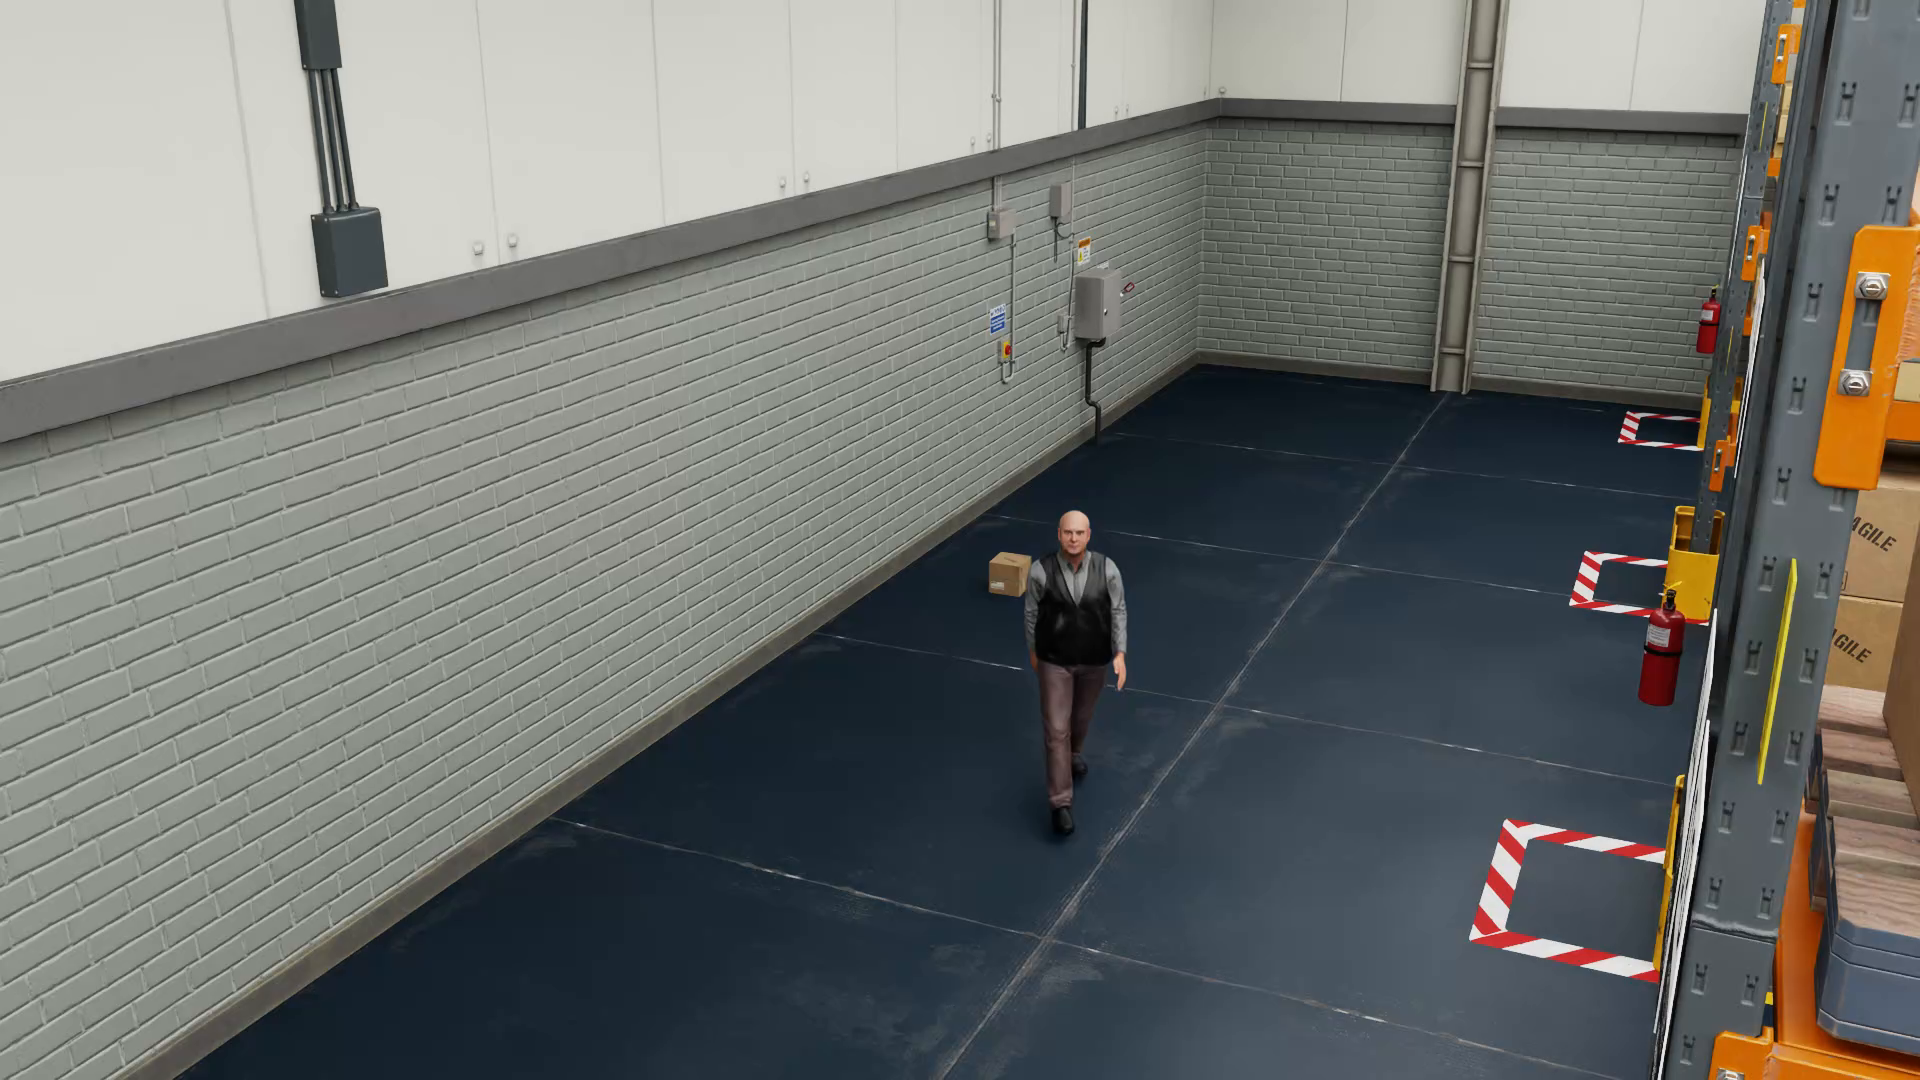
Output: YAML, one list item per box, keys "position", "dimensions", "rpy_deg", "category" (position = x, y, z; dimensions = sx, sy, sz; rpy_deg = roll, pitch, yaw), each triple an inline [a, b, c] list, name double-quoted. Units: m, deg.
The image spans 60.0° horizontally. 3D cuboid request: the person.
- position: [0.649, 0.672, 9.127]
  dimensions: [0.548, 1.667, 1.021]
  rpy_deg: [-2, 19, -7]
  category: "person"
